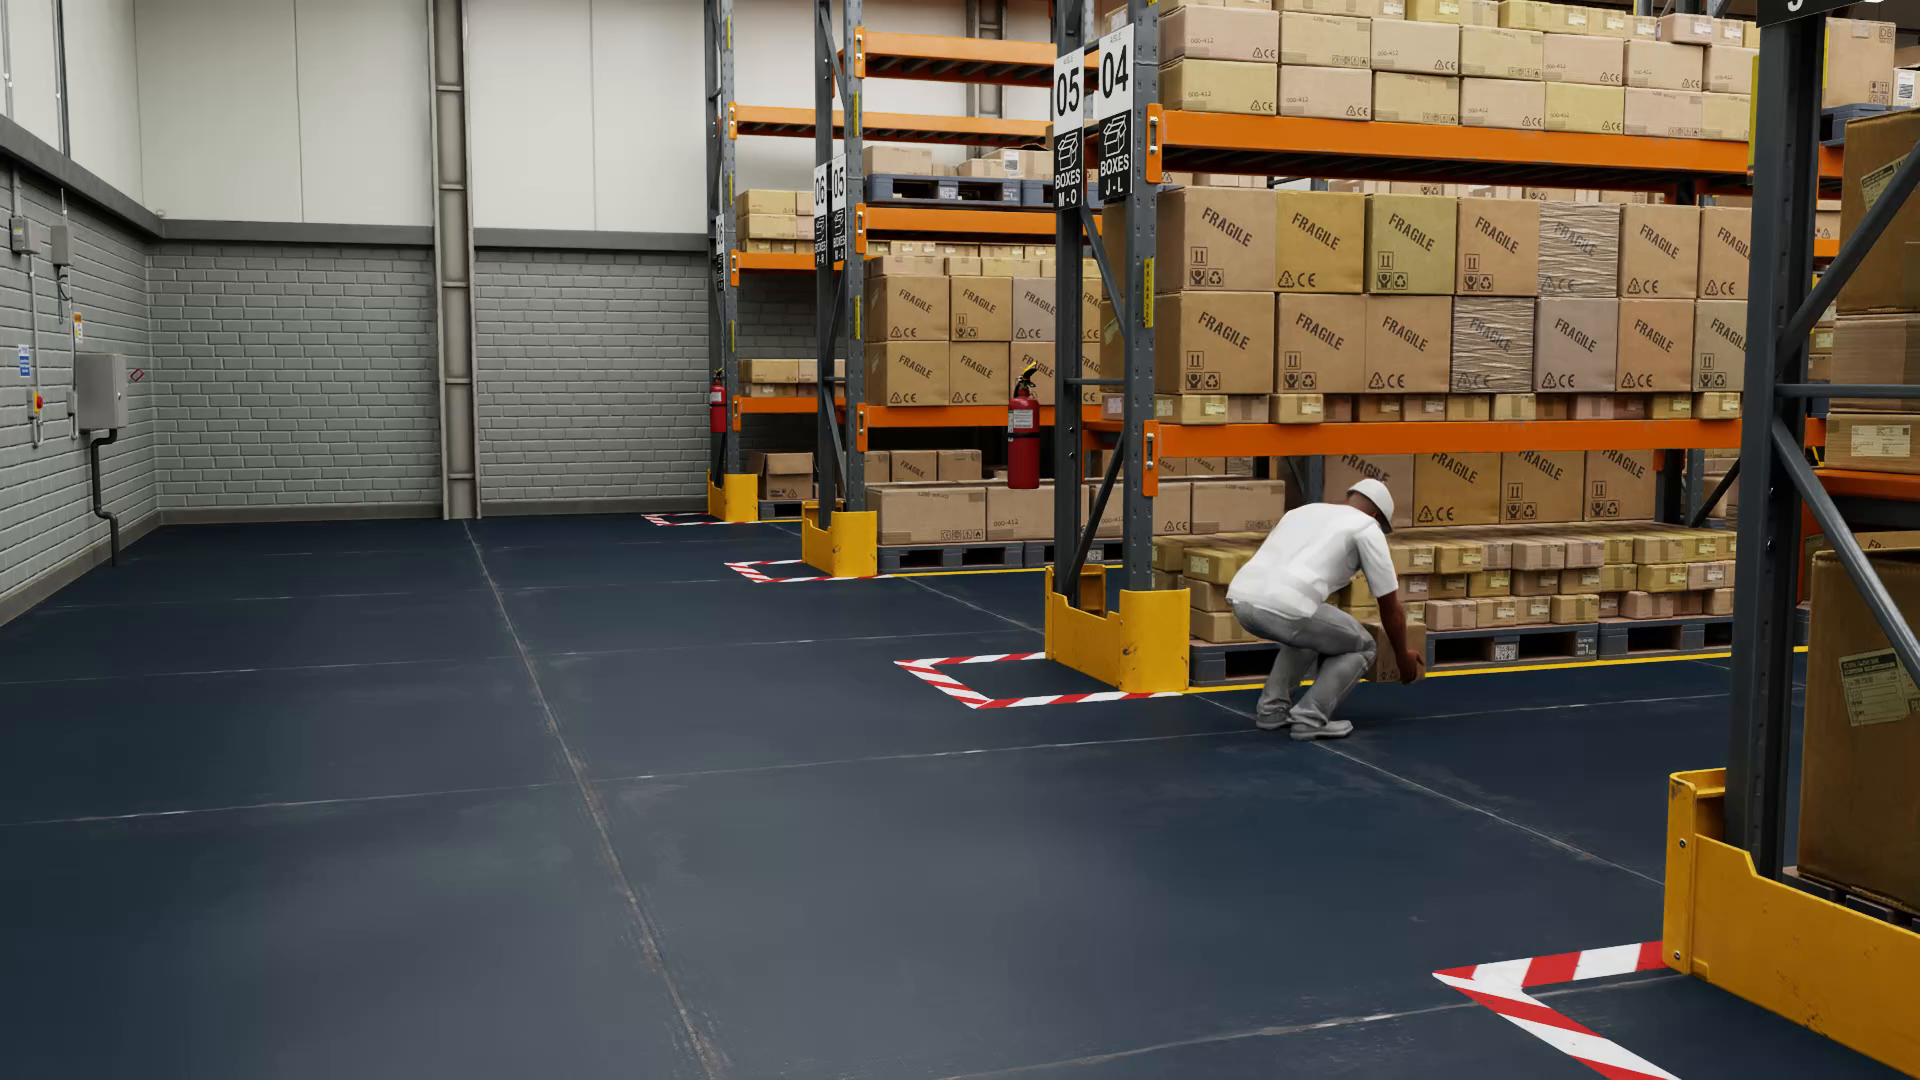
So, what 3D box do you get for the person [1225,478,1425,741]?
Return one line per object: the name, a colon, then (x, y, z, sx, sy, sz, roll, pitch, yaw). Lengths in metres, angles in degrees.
person: (1.554, 0.285, 7.278, 0.862, 1.091, 0.599, -3, 6, -28)
